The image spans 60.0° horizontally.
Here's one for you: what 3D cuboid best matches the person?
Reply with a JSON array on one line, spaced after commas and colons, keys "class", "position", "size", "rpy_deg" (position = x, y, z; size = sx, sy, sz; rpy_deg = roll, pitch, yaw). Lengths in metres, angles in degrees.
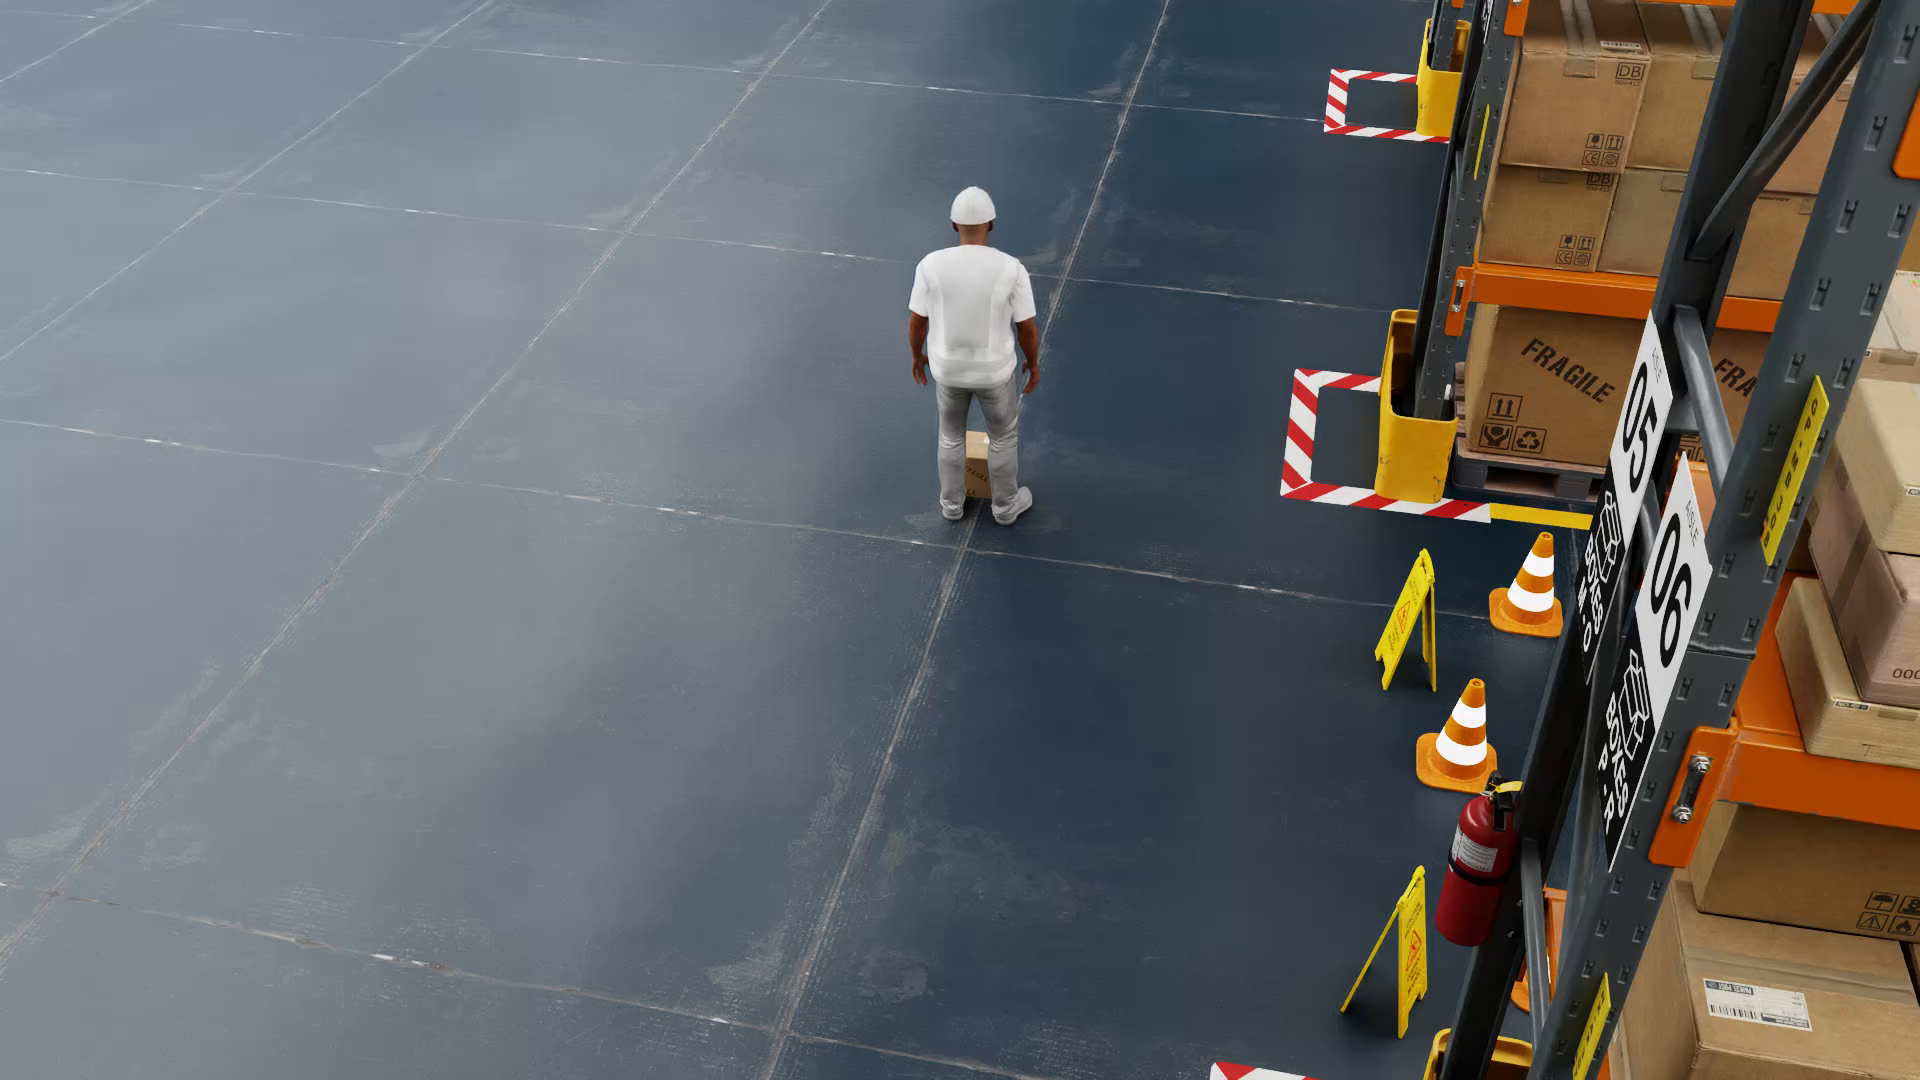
[{"class": "person", "position": [0.072, -0.871, 8.132], "size": [0.638, 1.761, 0.457], "rpy_deg": [6, 37, 8]}]
